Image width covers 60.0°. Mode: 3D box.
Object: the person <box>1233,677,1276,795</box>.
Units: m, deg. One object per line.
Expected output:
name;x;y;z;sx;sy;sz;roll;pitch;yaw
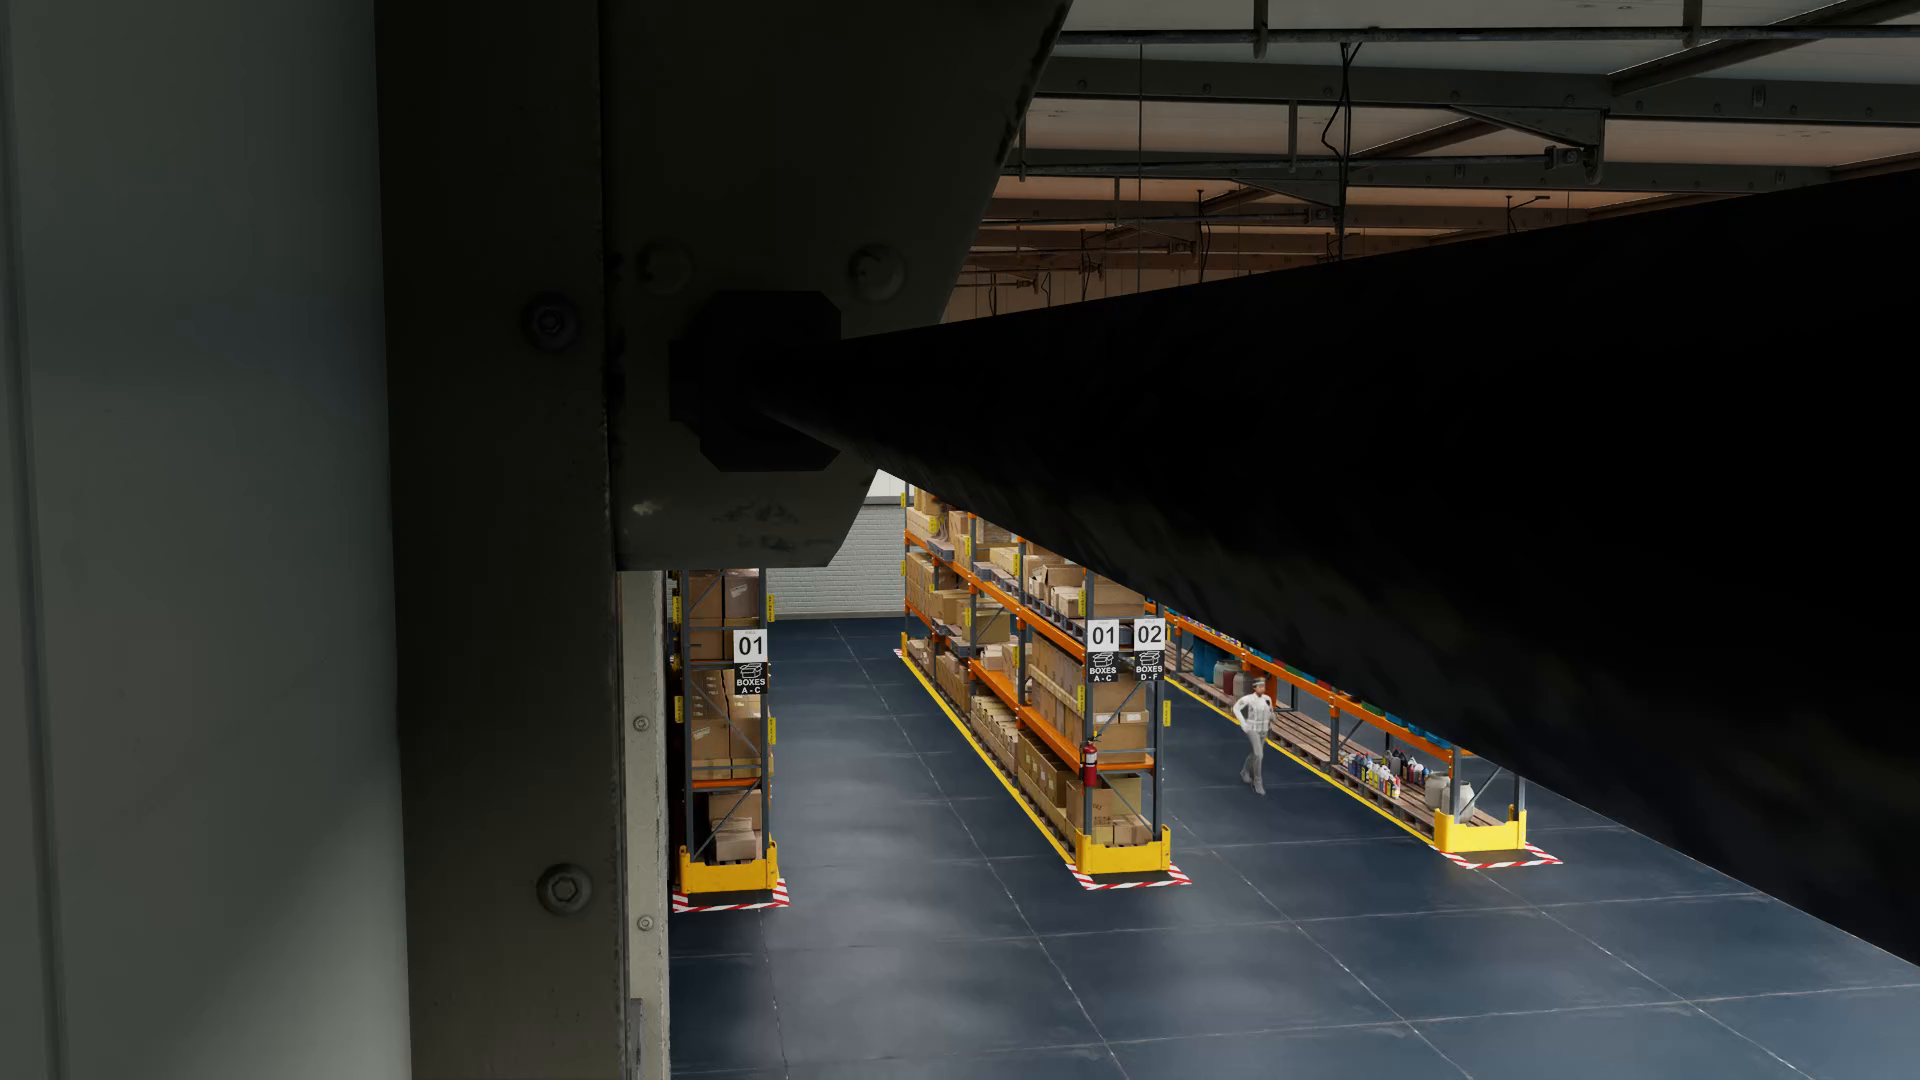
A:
person;4.453;2.909;24.961;0.595;1.755;0.753;-3;7;-27
